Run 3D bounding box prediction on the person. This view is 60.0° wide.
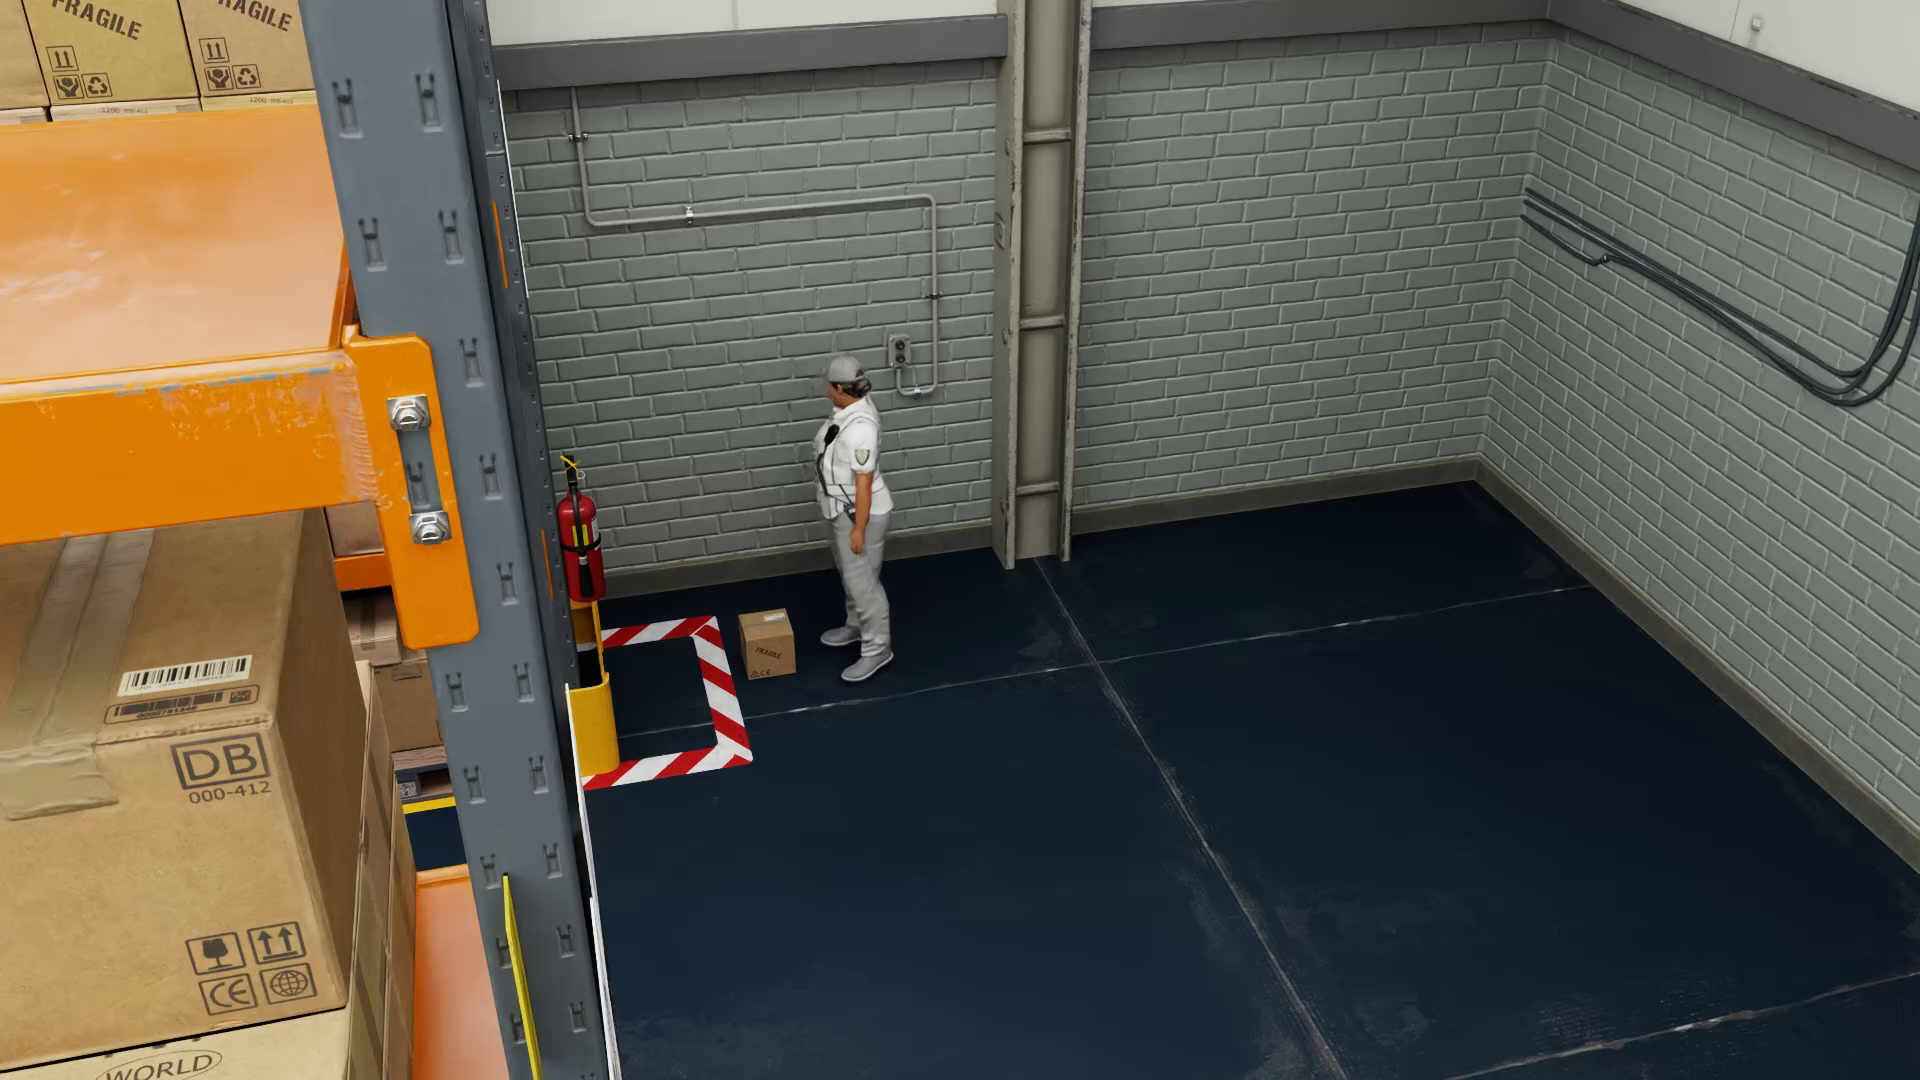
[{"bbox_3d":[-0.544,-0.133,8.436,0.389,1.678,0.587,-8,31,-13],"label":"person"}]
